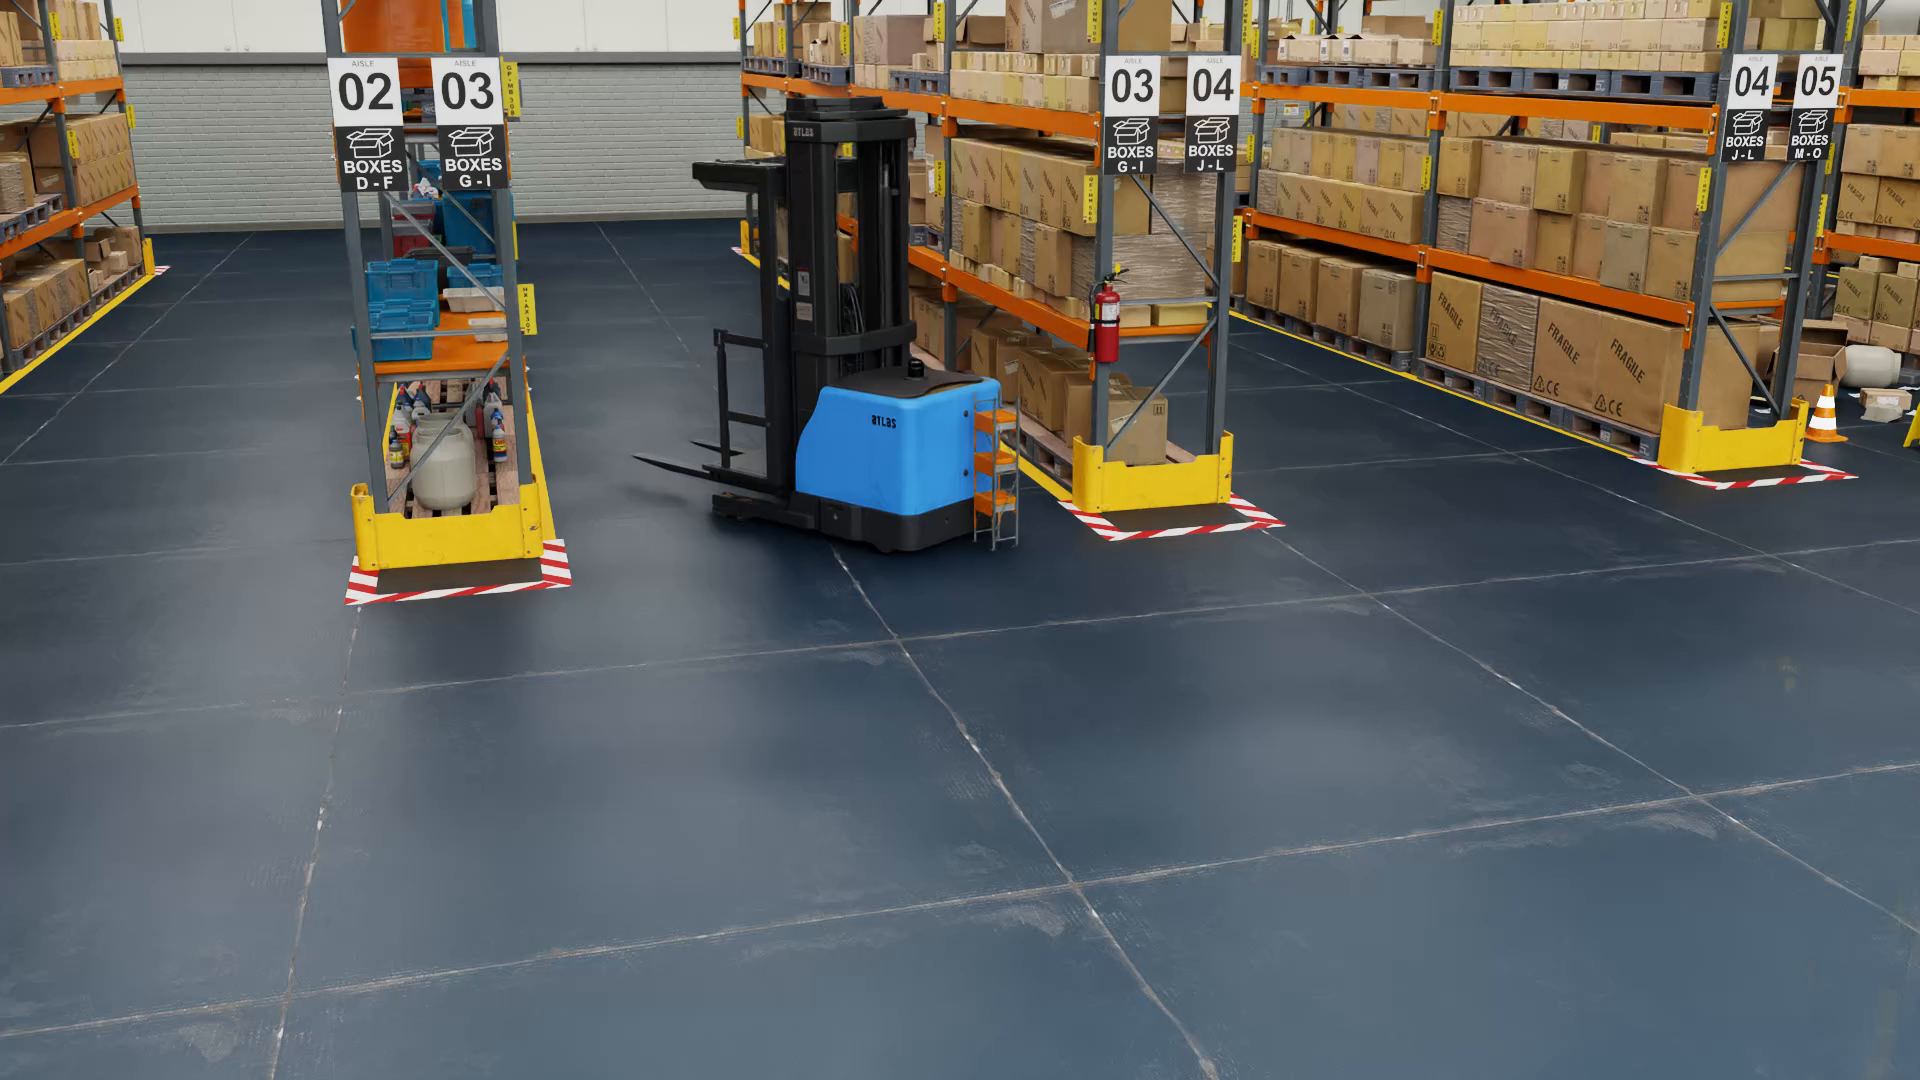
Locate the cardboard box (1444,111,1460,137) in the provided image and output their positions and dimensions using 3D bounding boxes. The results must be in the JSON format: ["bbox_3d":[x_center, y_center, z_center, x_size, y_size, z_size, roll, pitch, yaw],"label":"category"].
[{"bbox_3d":[7.522,-6.186,24.918,0.500,0.500,0.500,-4,17,-15],"label":"cardboard box"}]

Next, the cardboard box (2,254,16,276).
[{"bbox_3d":[-11.203,-3.181,19.103,0.500,0.250,0.500,-5,17,-15],"label":"cardboard box"}]

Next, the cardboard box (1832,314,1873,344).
[{"bbox_3d":[9.779,-2.290,17.911,0.500,0.250,0.500,-6,18,-18],"label":"cardboard box"}]

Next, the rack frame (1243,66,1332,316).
[{"bbox_3d":[4.046,-4.277,20.478,1.000,3.000,0.127,-5,17,-15],"label":"rack frame"}]

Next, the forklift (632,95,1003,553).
[{"bbox_3d":[-1.160,-1.641,11.821,3.031,2.935,1.130,13,21,38],"label":"forklift"}]

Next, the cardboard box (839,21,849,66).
[{"bbox_3d":[-0.988,-5.763,19.302,0.797,0.503,0.637,-4,17,-12],"label":"cardboard box"}]

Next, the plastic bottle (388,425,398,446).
[{"bbox_3d":[-4.291,-0.723,12.601,0.061,0.283,0.133,-4,17,-14],"label":"plastic bottle"}]

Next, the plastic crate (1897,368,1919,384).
[{"bbox_3d":[9.519,-1.693,16.949,0.402,0.080,0.583,-12,20,-34],"label":"plastic crate"}]

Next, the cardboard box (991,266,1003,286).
[{"bbox_3d":[0.485,-2.259,14.197,0.380,0.149,0.250,-5,17,-15],"label":"cardboard box"}]

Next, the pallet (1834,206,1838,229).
[{"bbox_3d":[9.806,-3.721,18.960,1.003,0.211,1.213,-5,17,-15],"label":"pallet"}]

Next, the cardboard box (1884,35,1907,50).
[{"bbox_3d":[9.749,-5.106,17.073,0.380,0.149,0.250,-4,17,-14],"label":"cardboard box"}]

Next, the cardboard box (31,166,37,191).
[{"bbox_3d":[-11.761,-4.403,20.724,0.500,0.500,0.500,-4,17,-14],"label":"cardboard box"}]

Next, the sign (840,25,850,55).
[{"bbox_3d":[-1.287,-5.594,18.610,0.100,0.325,0.005,-5,17,-15],"label":"sign"}]

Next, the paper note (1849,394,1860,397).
[{"bbox_3d":[8.713,-1.407,16.104,0.148,0.019,0.142,1,17,4],"label":"paper note"}]

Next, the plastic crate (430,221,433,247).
[{"bbox_3d":[-5.016,-2.688,15.215,0.392,0.384,0.575,-5,17,-15],"label":"plastic crate"}]

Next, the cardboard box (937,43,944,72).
[{"bbox_3d":[-0.007,-4.632,15.949,0.396,0.266,0.258,-4,17,-13],"label":"cardboard box"}]

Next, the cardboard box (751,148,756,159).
[{"bbox_3d":[-2.928,-5.899,25.621,0.500,0.250,0.500,-5,17,-16],"label":"cardboard box"}]

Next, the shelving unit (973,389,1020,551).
[{"bbox_3d":[0.244,-0.472,11.197,0.215,1.050,0.252,-10,19,-29],"label":"shelving unit"}]

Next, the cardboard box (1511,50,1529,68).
[{"bbox_3d":[5.199,-4.327,14.963,0.380,0.149,0.250,-5,17,-16],"label":"cardboard box"}]

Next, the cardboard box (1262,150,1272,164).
[{"bbox_3d":[4.028,-4.860,21.092,0.380,0.149,0.250,-5,17,-17],"label":"cardboard box"}]

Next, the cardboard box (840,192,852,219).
[{"bbox_3d":[-1.125,-4.078,19.640,0.500,0.500,0.500,-4,17,-14],"label":"cardboard box"}]

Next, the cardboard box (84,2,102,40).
[{"bbox_3d":[-12.319,-7.166,22.970,0.700,0.500,0.500,-5,17,-15],"label":"cardboard box"}]

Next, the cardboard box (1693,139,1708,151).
[{"bbox_3d":[9.111,-4.517,19.853,0.500,0.500,0.500,-5,18,-17],"label":"cardboard box"}]

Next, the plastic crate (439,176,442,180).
[{"bbox_3d":[-7.380,-4.988,23.199,0.293,0.136,0.466,-5,17,-15],"label":"plastic crate"}]

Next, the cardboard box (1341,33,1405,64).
[{"bbox_3d":[4.452,-5.281,17.857,0.500,0.311,0.500,-5,18,-17],"label":"cardboard box"}]

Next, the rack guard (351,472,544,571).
[{"bbox_3d":[-3.381,-0.129,11.012,1.175,0.500,0.348,-5,17,-15],"label":"rack guard"}]

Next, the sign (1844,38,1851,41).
[{"bbox_3d":[9.344,-5.418,17.479,0.100,0.325,0.005,-5,17,-15],"label":"sign"}]

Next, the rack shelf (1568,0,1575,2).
[{"bbox_3d":[11.900,-9.277,27.950,1.077,0.370,4.000,-5,17,-15],"label":"rack shelf"}]

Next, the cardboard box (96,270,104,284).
[{"bbox_3d":[-11.531,-3.463,21.927,0.380,0.166,0.250,-5,17,-15],"label":"cardboard box"}]

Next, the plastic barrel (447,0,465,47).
[{"bbox_3d":[-5.667,-5.522,17.932,0.600,0.830,0.708,-5,17,-15],"label":"plastic barrel"}]

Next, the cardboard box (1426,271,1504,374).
[{"bbox_3d":[5.250,-2.175,16.442,0.875,0.875,0.875,-4,17,-14],"label":"cardboard box"}]

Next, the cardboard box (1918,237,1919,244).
[{"bbox_3d":[10.014,-3.078,16.922,0.380,0.149,0.250,-5,17,-16],"label":"cardboard box"}]

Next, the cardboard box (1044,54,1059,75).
[{"bbox_3d":[0.840,-3.524,12.324,0.380,0.149,0.250,-5,17,-15],"label":"cardboard box"}]

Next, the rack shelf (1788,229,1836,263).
[{"bbox_3d":[9.327,-3.799,20.136,1.077,0.370,4.000,-5,17,-15],"label":"rack shelf"}]

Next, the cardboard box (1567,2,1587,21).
[{"bbox_3d":[5.406,-4.500,14.152,0.380,0.149,0.250,-5,17,-15],"label":"cardboard box"}]

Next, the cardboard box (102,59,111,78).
[{"bbox_3d":[-11.954,-6.448,22.752,0.500,0.250,0.500,-5,17,-15],"label":"cardboard box"}]

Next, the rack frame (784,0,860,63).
[{"bbox_3d":[-1.851,-7.893,22.086,1.000,3.000,0.127,-5,17,-15],"label":"rack frame"}]

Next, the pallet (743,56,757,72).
[{"bbox_3d":[-2.736,-7.316,25.533,1.003,0.211,1.213,-5,17,-15],"label":"pallet"}]

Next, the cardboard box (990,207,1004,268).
[{"bbox_3d":[0.750,-2.596,14.191,0.875,0.500,0.500,-5,17,-15],"label":"cardboard box"}]

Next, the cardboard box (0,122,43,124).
[{"bbox_3d":[-11.908,-5.025,21.055,0.500,0.500,0.500,-5,17,-16],"label":"cardboard box"}]

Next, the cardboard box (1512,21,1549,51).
[{"bbox_3d":[5.289,-4.491,14.814,0.500,0.250,0.500,-5,17,-16],"label":"cardboard box"}]

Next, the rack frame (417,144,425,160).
[{"bbox_3d":[-7.712,-5.735,25.329,1.000,3.000,0.127,-5,17,-15],"label":"rack frame"}]

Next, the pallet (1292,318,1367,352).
[{"bbox_3d":[4.521,-2.381,19.012,1.003,0.211,1.213,-5,17,-15],"label":"pallet"}]

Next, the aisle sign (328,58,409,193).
[{"bbox_3d":[-3.581,-2.510,10.077,0.394,0.787,0.004,-5,17,-15],"label":"aisle sign"}]

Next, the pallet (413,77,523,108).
[{"bbox_3d":[-4.122,-3.570,13.236,1.213,0.211,1.003,-5,17,-15],"label":"pallet"}]

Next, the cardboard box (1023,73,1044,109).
[{"bbox_3d":[0.798,-3.459,12.799,0.500,0.250,0.500,-4,17,-14],"label":"cardboard box"}]

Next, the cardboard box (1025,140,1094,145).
[{"bbox_3d":[0.875,-3.235,14.579,0.500,0.500,0.500,-5,17,-15],"label":"cardboard box"}]

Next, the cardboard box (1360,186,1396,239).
[{"bbox_3d":[4.606,-3.482,17.656,0.500,0.500,0.500,-5,17,-16],"label":"cardboard box"}]

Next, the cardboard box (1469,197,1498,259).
[{"bbox_3d":[5.431,-2.991,15.936,0.875,0.550,0.550,-5,17,-15],"label":"cardboard box"}]

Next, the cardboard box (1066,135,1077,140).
[{"bbox_3d":[1.999,-6.252,26.361,0.500,0.500,0.500,-4,17,-15],"label":"cardboard box"}]

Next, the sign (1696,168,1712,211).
[{"bbox_3d":[5.719,-2.694,12.781,0.100,0.325,0.005,-5,17,-15],"label":"sign"}]

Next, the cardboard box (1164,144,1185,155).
[{"bbox_3d":[2.969,-5.247,22.377,0.380,0.149,0.250,-4,17,-13],"label":"cardboard box"}]
